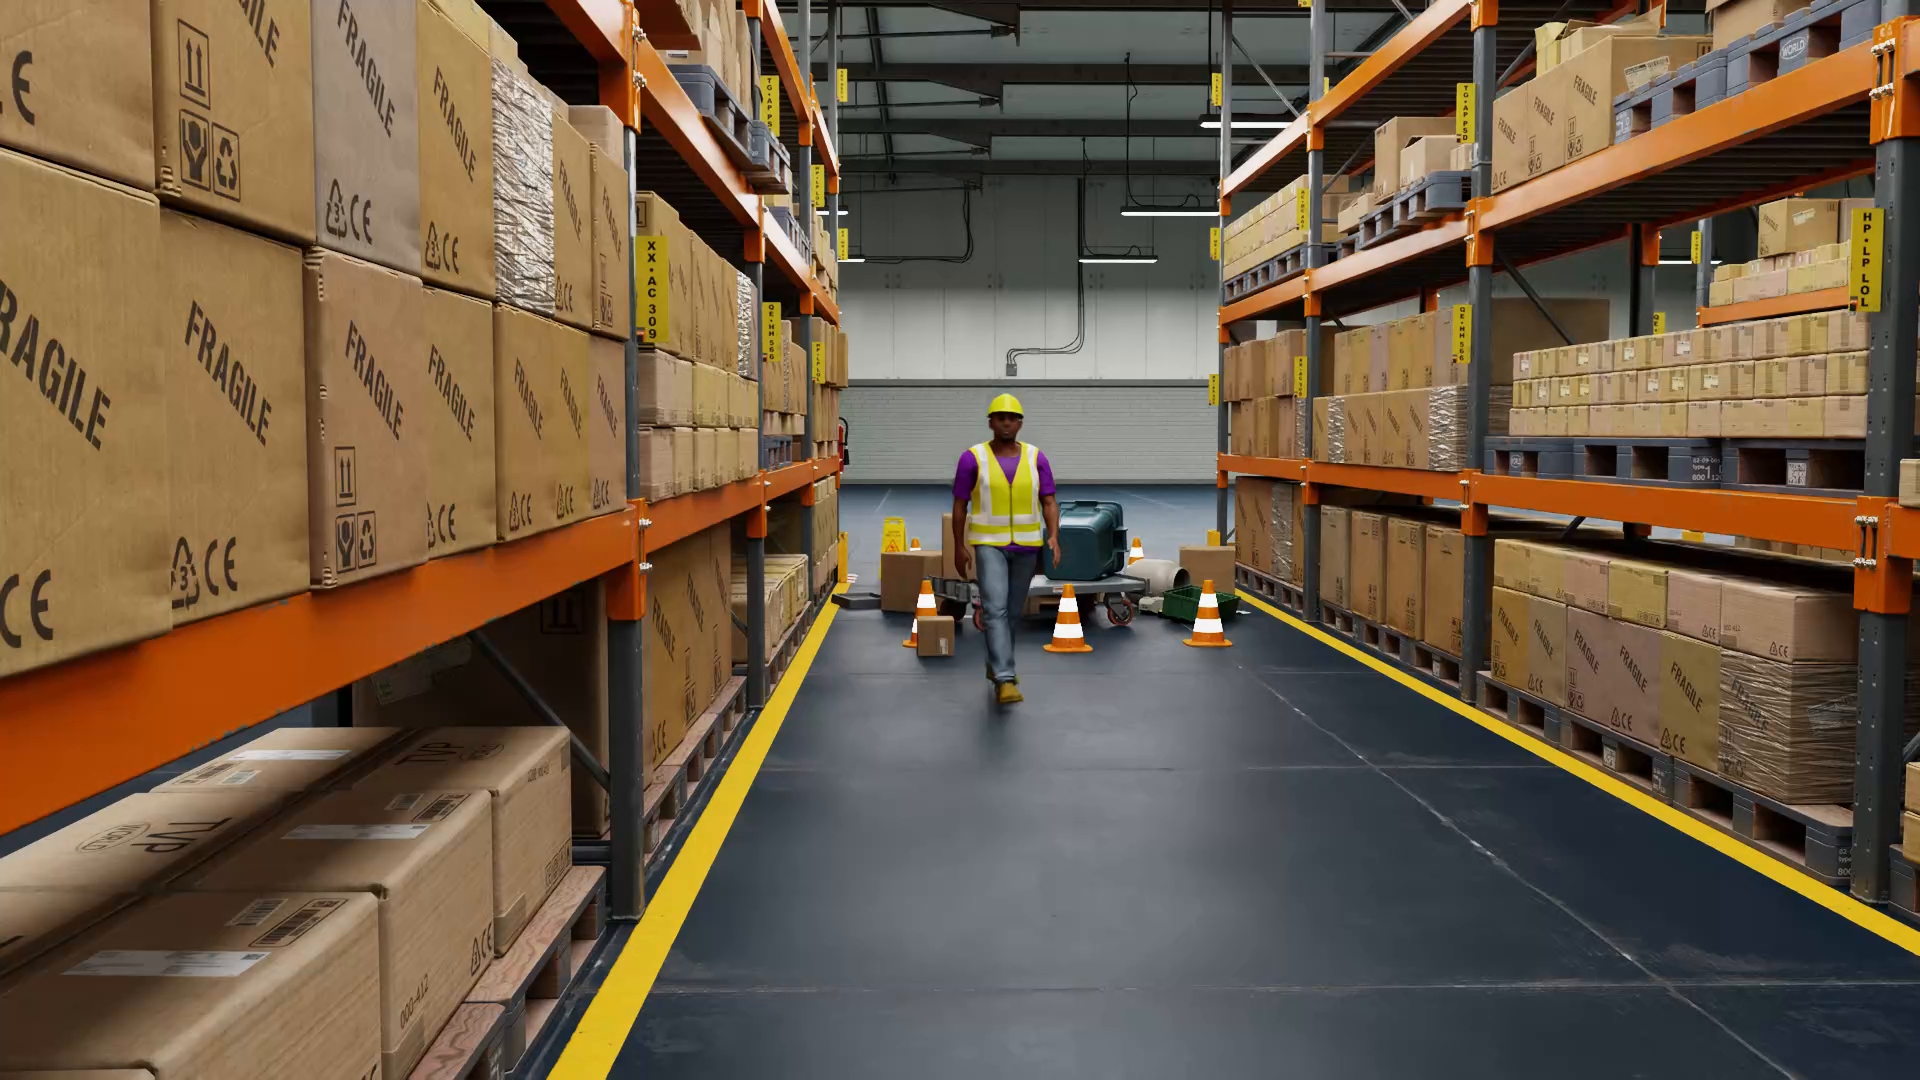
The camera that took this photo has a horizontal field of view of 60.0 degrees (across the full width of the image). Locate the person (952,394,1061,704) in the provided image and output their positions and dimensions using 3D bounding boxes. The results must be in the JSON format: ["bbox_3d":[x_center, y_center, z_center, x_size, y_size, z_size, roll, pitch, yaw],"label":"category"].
[{"bbox_3d":[0.286,0.025,9.417,0.580,1.703,1.053,-1,4,-14],"label":"person"}]
